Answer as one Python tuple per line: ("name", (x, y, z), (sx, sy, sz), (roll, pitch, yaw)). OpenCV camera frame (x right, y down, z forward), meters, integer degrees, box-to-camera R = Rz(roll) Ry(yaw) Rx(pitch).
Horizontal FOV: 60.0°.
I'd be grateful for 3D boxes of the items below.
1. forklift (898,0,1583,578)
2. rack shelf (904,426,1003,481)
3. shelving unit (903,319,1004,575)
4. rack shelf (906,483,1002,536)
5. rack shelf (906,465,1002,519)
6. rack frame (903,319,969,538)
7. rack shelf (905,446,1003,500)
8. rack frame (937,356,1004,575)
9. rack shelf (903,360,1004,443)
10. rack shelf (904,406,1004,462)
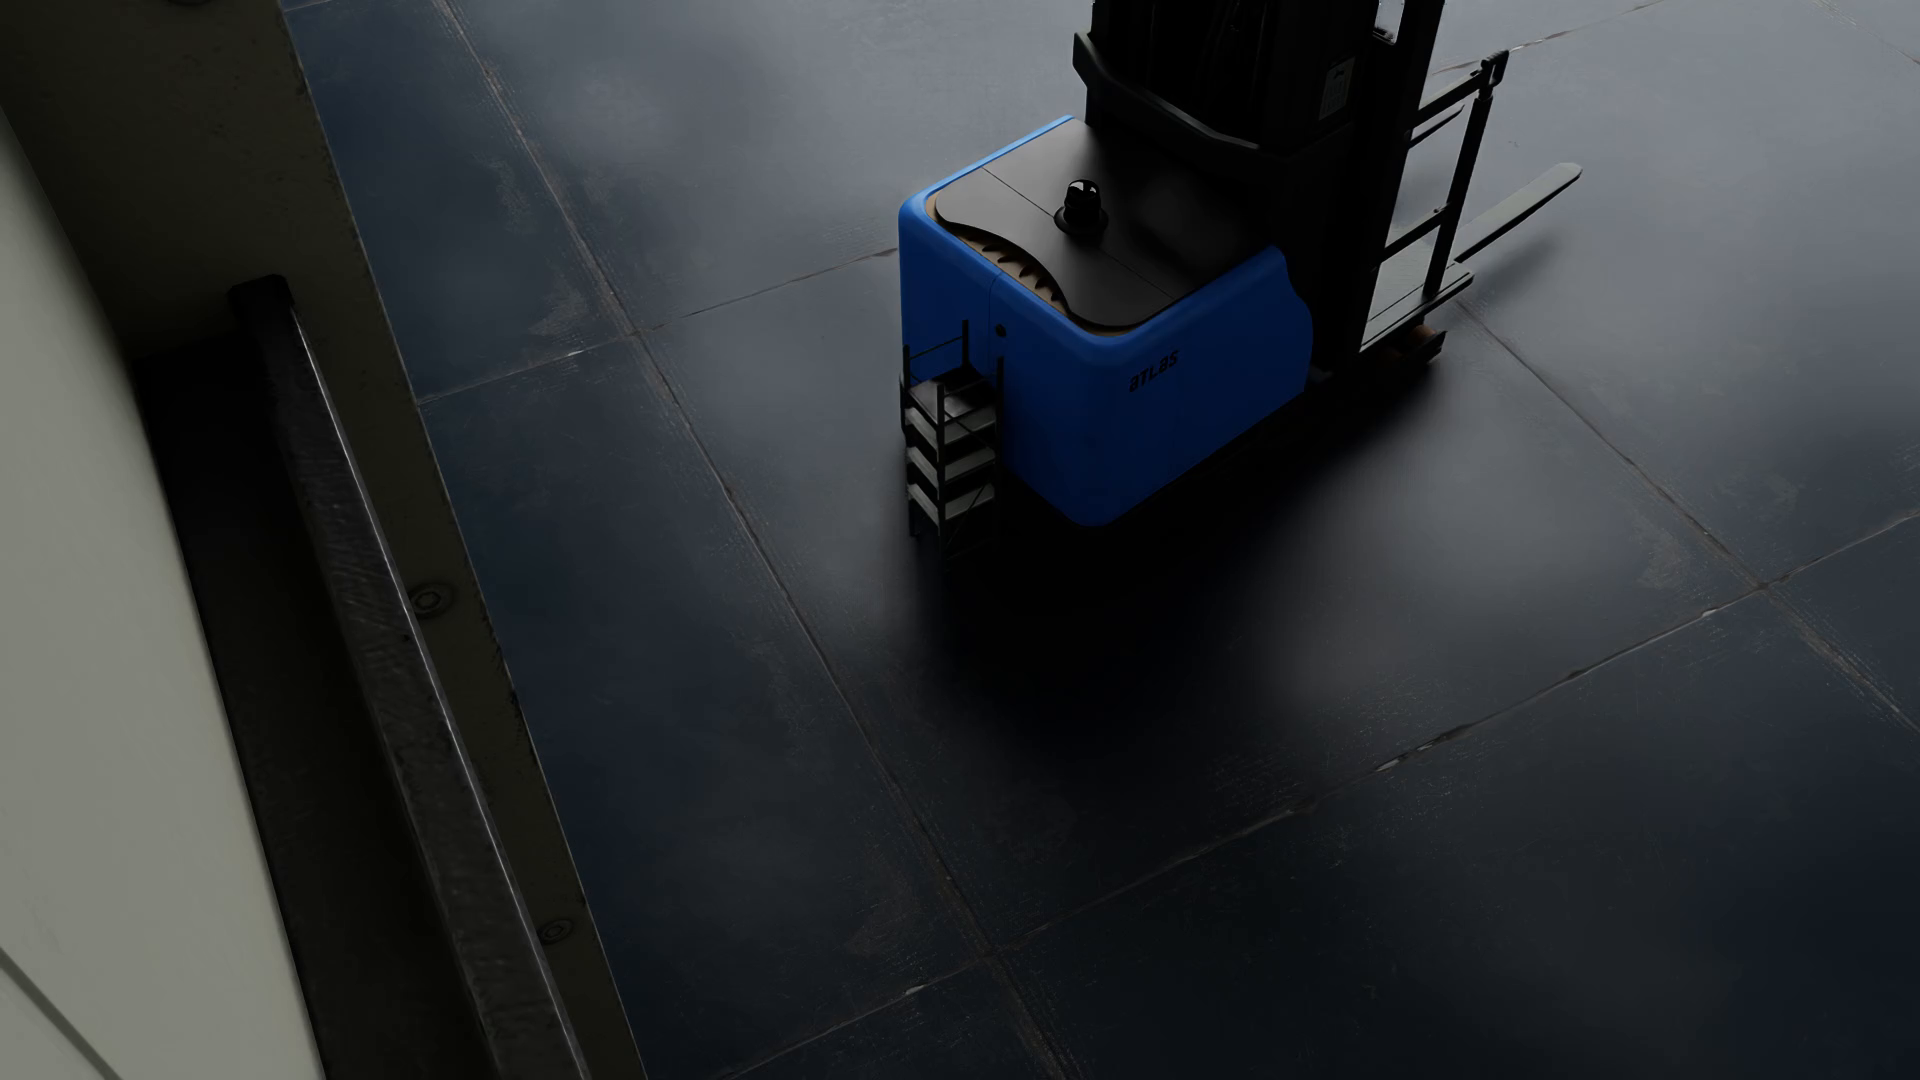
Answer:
("forklift", (1.226, -1.802, 5.478), (3.031, 2.935, 1.130), (-33, 57, -26))
("rack shelf", (-0.021, -0.327, 5.461), (0.258, 0.077, 0.200), (-26, 54, -21))
("shelving unit", (-0.021, -0.290, 5.504), (0.258, 0.900, 0.210), (-26, 54, -21))
("rack shelf", (-0.020, -0.150, 5.665), (0.258, 0.077, 0.200), (-26, 54, -21))
("rack shelf", (-0.021, -0.209, 5.597), (0.258, 0.077, 0.200), (-26, 54, -21))
("rack frame", (-0.075, -0.355, 5.560), (0.240, 0.900, 0.006), (-26, 54, -21))
("rack shelf", (-0.021, -0.268, 5.529), (0.258, 0.077, 0.200), (-26, 54, -21))
("rack frame", (0.034, -0.225, 5.447), (0.240, 0.900, 0.006), (-26, 54, -21))
("rack shelf", (-0.021, -0.446, 5.326), (0.258, 0.077, 0.200), (-26, 54, -21))
("rack shelf", (-0.021, -0.387, 5.393), (0.258, 0.077, 0.200), (-26, 54, -21))
